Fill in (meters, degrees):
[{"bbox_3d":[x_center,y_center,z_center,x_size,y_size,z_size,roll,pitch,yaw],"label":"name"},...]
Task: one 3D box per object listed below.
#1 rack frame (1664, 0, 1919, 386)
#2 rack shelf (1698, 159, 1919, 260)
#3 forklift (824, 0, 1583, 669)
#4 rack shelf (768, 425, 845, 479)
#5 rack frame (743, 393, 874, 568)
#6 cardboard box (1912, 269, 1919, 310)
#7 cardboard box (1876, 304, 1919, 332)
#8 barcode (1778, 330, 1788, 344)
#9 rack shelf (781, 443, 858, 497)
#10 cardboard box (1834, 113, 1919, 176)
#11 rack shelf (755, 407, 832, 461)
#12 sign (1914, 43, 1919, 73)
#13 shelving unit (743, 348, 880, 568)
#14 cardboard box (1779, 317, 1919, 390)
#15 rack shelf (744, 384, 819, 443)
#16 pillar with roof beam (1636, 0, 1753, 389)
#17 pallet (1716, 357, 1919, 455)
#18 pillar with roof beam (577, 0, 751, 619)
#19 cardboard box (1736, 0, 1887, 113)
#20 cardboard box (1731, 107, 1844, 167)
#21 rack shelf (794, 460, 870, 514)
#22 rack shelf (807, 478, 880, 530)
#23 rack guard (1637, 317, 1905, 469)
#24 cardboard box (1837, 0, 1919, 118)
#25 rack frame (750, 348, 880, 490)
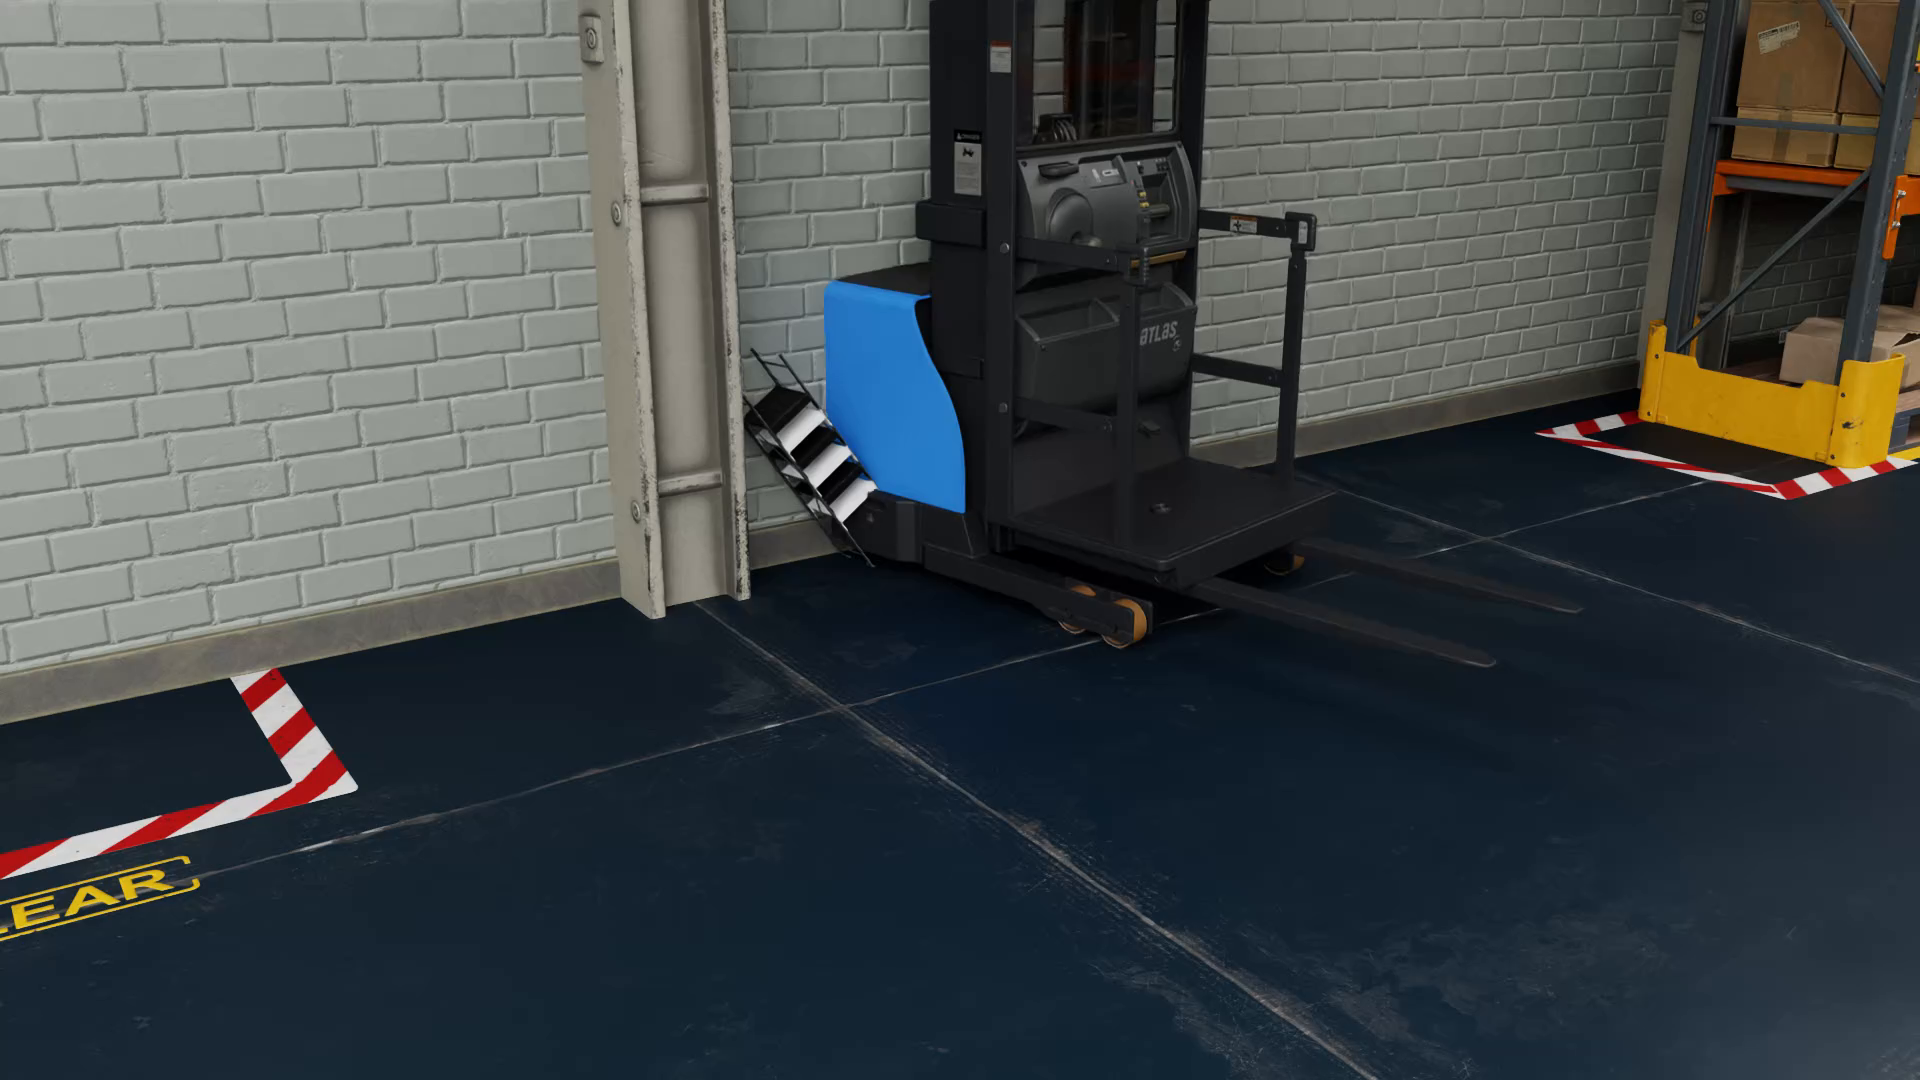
[{"bbox_3d":[3.887,-1.917,7.732,0.127,3.000,1.000,-12,22,-31],"label":"rack frame"},{"bbox_3d":[5.558,-1.929,8.889,4.000,0.370,1.077,-12,22,-31],"label":"rack shelf"},{"bbox_3d":[0.688,-1.209,5.744,3.031,2.935,1.130,17,25,40],"label":"forklift"},{"bbox_3d":[-0.582,-0.343,6.246,0.200,0.077,0.258,-46,32,-17],"label":"rack shelf"},{"bbox_3d":[-0.621,-0.233,6.244,0.006,0.900,0.240,-46,32,-17],"label":"rack frame"},{"bbox_3d":[5.631,-1.255,8.991,0.500,0.500,0.700,-14,23,-35],"label":"cardboard box"},{"bbox_3d":[4.991,-1.050,8.679,0.500,0.311,0.500,-10,21,-27],"label":"cardboard box"},{"bbox_3d":[4.310,-1.064,8.706,0.075,0.075,0.001,-12,22,-31],"label":"barcode"},{"bbox_3d":[-0.537,-0.280,6.291,0.200,0.077,0.258,-46,32,-17],"label":"rack shelf"},{"bbox_3d":[4.469,-1.857,7.756,0.500,0.250,0.500,-13,22,-33],"label":"cardboard box"},{"bbox_3d":[-0.627,-0.406,6.200,0.200,0.077,0.258,-46,32,-17],"label":"rack shelf"},{"bbox_3d":[4.186,-2.182,7.164,0.005,0.325,0.100,-12,22,-31],"label":"sign"},{"bbox_3d":[-0.554,-0.303,6.274,0.210,0.900,0.258,-46,32,-17],"label":"shelving unit"},{"bbox_3d":[4.515,-0.950,8.382,0.500,0.311,0.500,-15,24,-37],"label":"cardboard box"},{"bbox_3d":[-0.672,-0.470,6.154,0.200,0.077,0.258,-46,32,-17],"label":"rack shelf"},{"bbox_3d":[6.364,-3.962,4.414,0.400,9.000,9.100,-12,22,-31],"label":"pillar with roof beam"},{"bbox_3d":[4.649,-0.743,8.614,1.213,0.211,1.003,-12,22,-31],"label":"pallet"},{"bbox_3d":[1.353,-2.905,1.288,0.400,9.000,9.100,-12,22,-31],"label":"pillar with roof beam"},{"bbox_3d":[4.164,-2.351,8.047,0.500,0.500,0.500,-12,22,-32],"label":"cardboard box"},{"bbox_3d":[4.171,-1.990,8.150,0.500,0.250,0.500,-12,22,-31],"label":"cardboard box"},{"bbox_3d":[-0.493,-0.217,6.337,0.200,0.077,0.258,-46,32,-17],"label":"rack shelf"},{"bbox_3d":[-0.448,-0.153,6.383,0.200,0.077,0.258,-46,32,-17],"label":"rack shelf"},{"bbox_3d":[3.951,-0.746,8.172,0.348,0.500,1.175,-12,22,-31],"label":"rack guard"},{"bbox_3d":[4.451,-2.215,7.644,0.500,0.500,0.500,-12,22,-31],"label":"cardboard box"},{"bbox_3d":[-0.487,-0.373,6.305,0.006,0.900,0.240,-46,32,-17],"label":"rack frame"}]
